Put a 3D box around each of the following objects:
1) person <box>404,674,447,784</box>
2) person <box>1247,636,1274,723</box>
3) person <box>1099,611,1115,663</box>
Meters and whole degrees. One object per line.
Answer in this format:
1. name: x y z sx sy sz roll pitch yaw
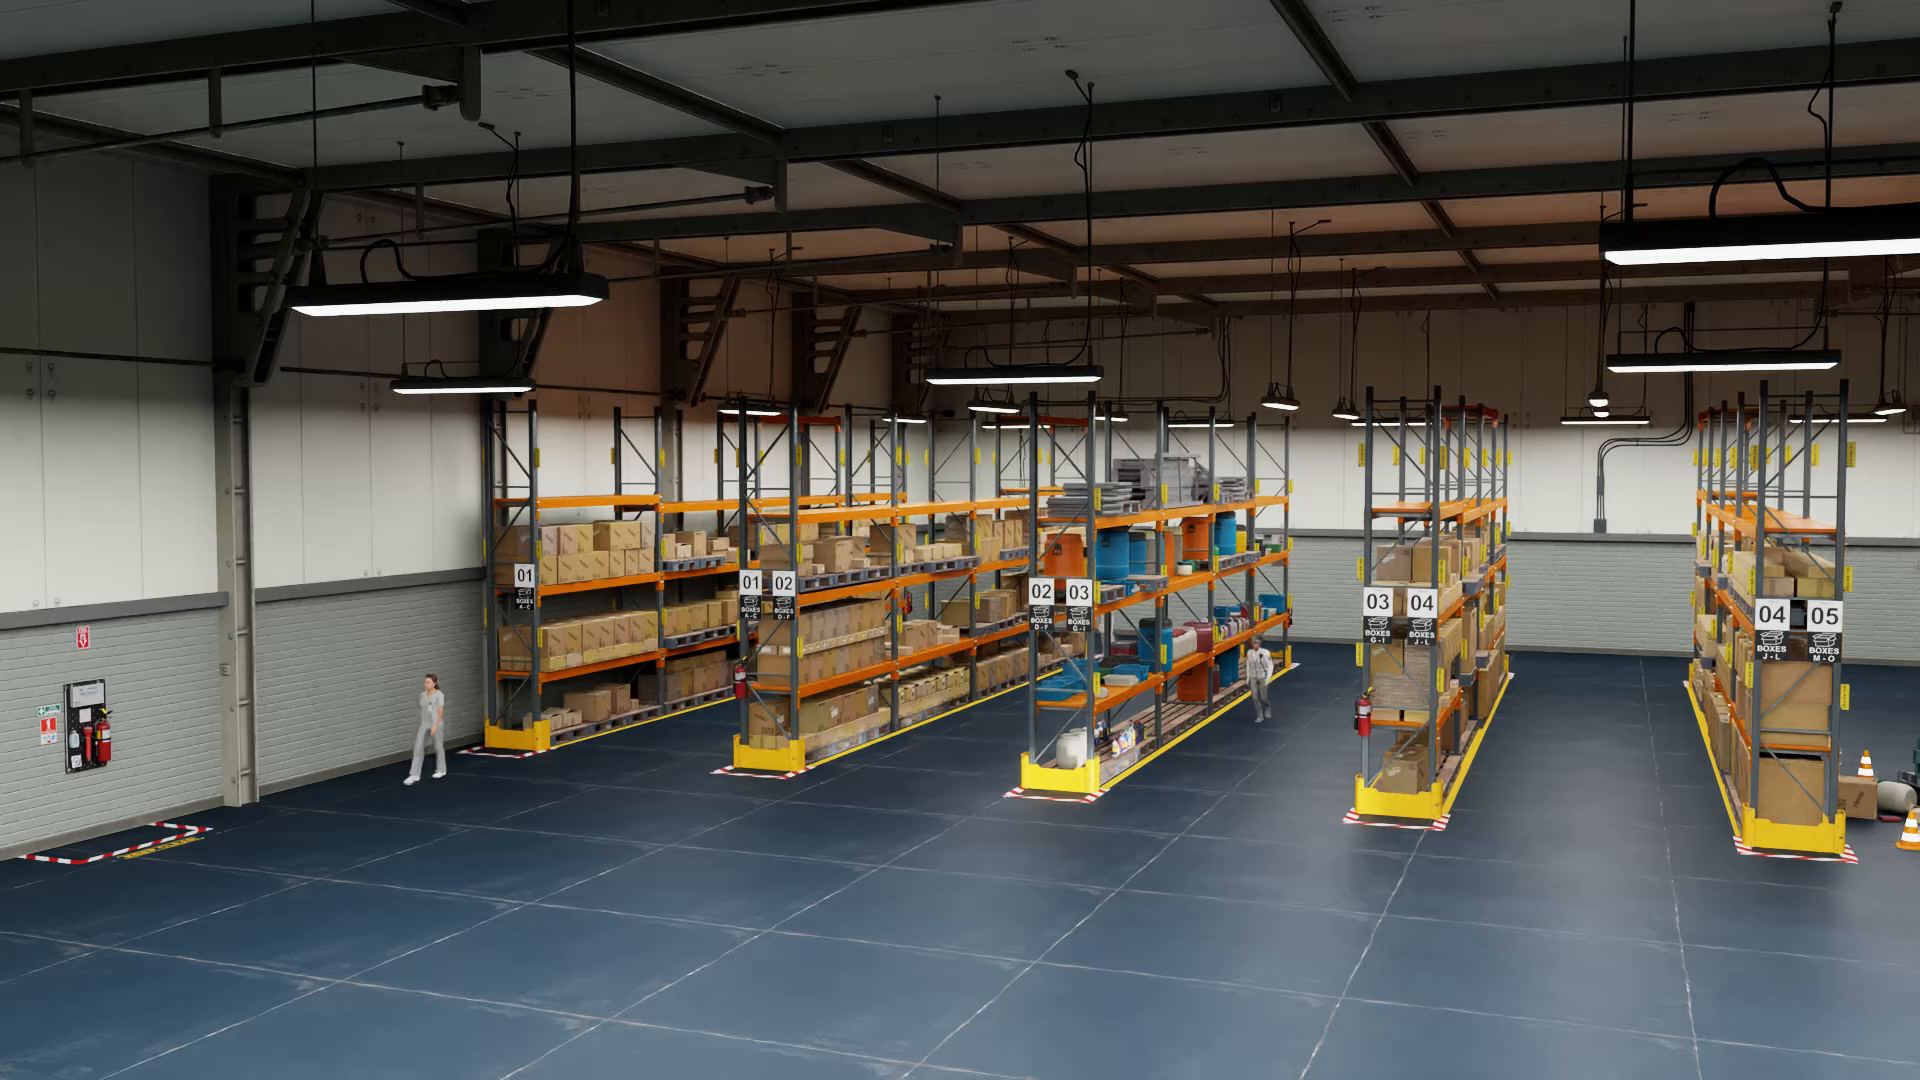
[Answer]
1. person: -8.220 2.894 25.689 0.471 1.640 0.834 0 3 10
2. person: 5.717 2.624 31.615 0.550 1.655 0.564 2 3 32
3. person: 3.389 2.193 38.917 0.485 1.792 0.599 -1 3 -14
